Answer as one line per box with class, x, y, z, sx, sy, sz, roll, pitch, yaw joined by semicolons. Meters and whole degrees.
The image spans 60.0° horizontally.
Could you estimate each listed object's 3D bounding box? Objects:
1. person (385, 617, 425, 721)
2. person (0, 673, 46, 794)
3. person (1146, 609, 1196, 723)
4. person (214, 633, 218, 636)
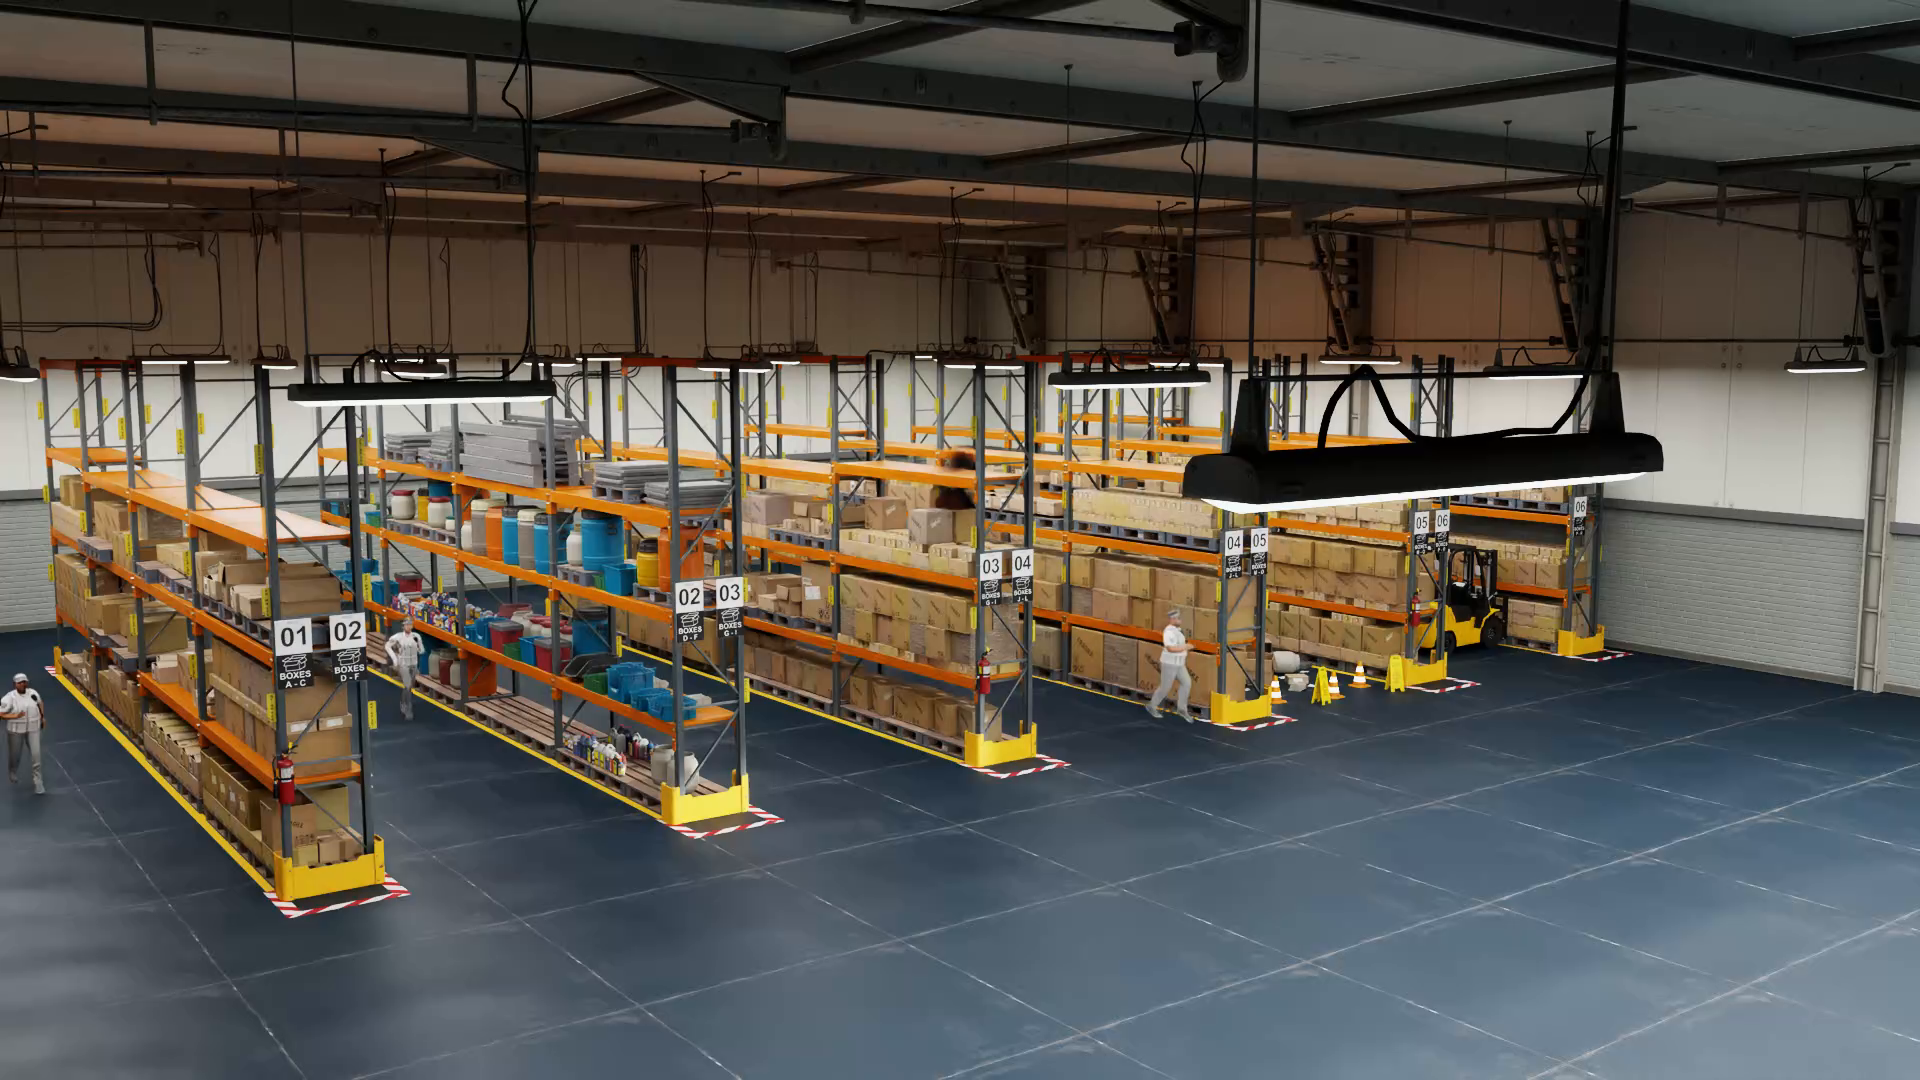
person;-9.290;2.147;27.975;0.593;1.754;0.754;-7;10;-44
person;-13.164;2.692;23.390;0.607;1.641;0.941;-6;9;-41
person;3.390;2.013;26.657;0.811;1.857;0.678;3;8;26
person;-14.038;1.727;31.653;0.548;1.624;0.565;6;9;42
